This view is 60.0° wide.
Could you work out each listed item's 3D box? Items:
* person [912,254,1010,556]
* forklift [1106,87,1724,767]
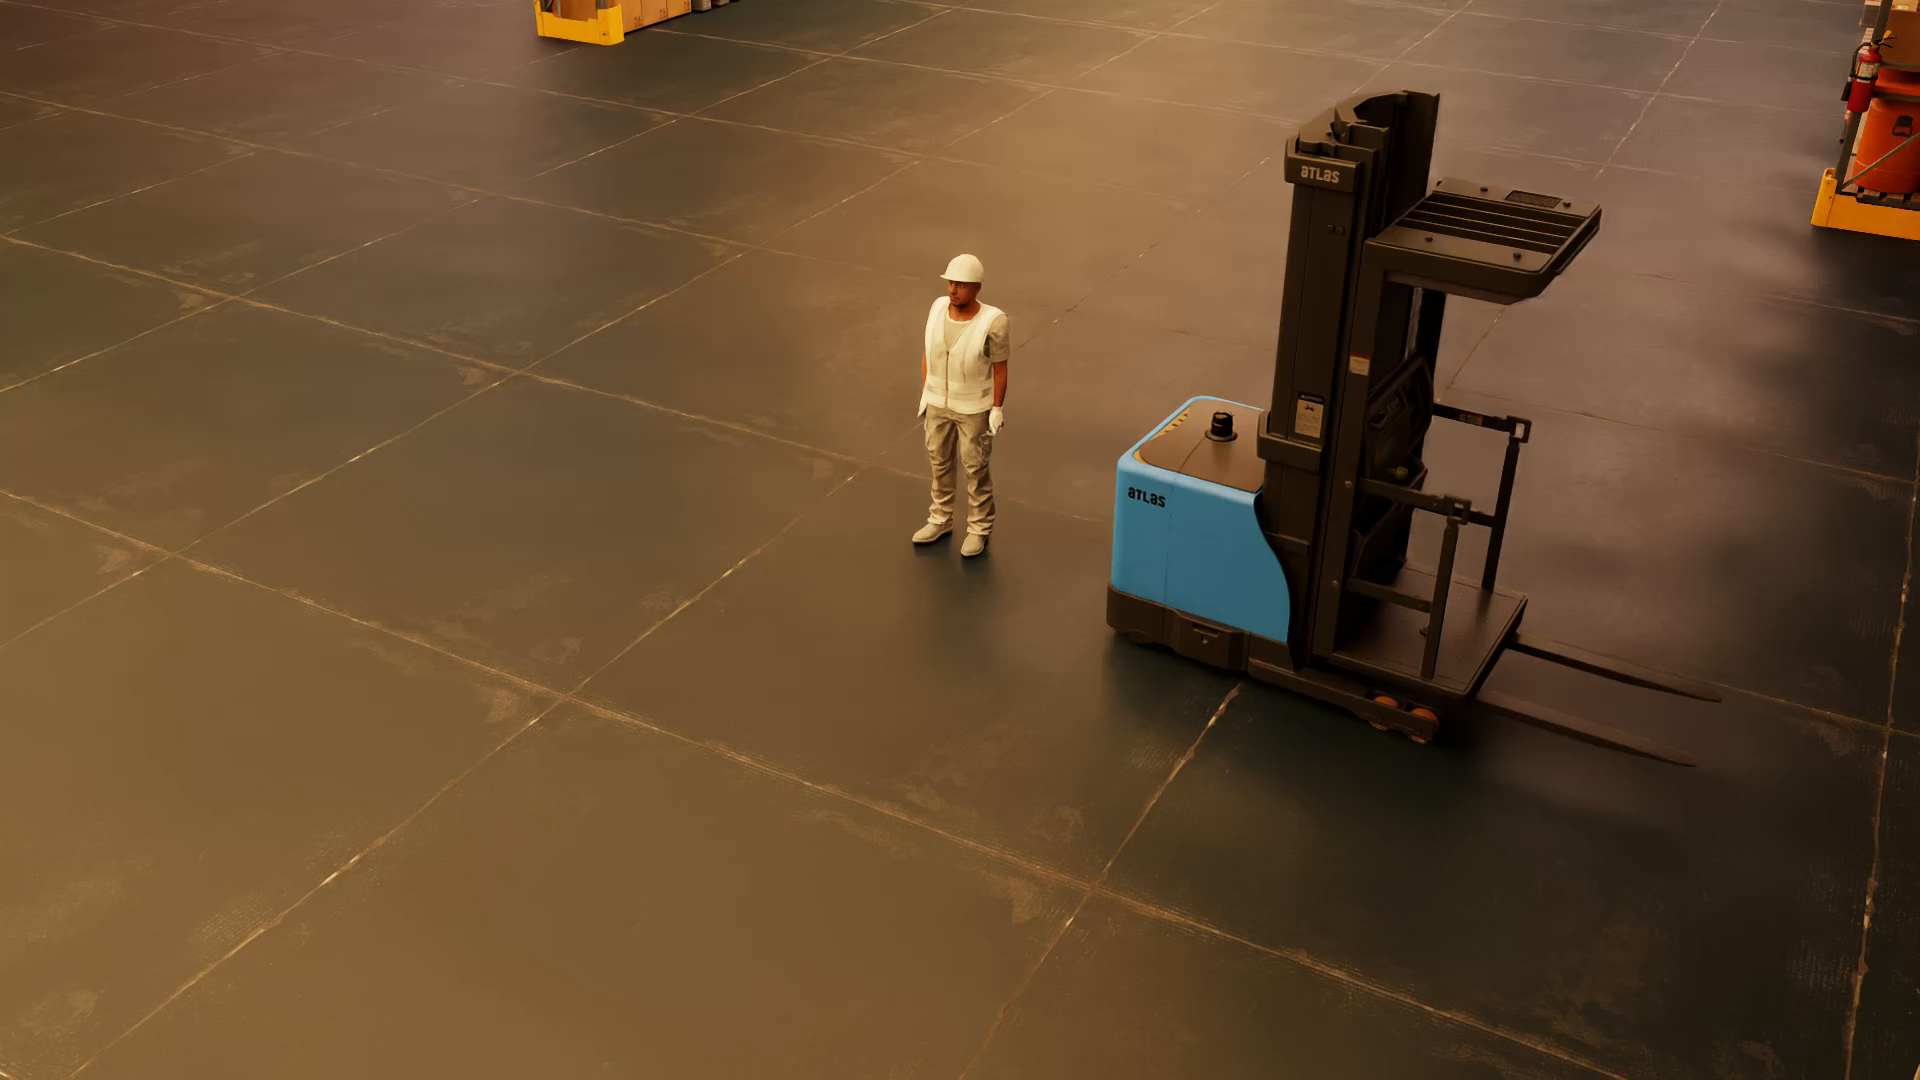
[{"bbox_3d":[0.001,-0.771,9.554,0.543,1.789,0.387,15,33,25],"label":"person"},{"bbox_3d":[2.319,-0.568,8.054,3.031,2.935,1.130,17,34,27],"label":"forklift"}]
